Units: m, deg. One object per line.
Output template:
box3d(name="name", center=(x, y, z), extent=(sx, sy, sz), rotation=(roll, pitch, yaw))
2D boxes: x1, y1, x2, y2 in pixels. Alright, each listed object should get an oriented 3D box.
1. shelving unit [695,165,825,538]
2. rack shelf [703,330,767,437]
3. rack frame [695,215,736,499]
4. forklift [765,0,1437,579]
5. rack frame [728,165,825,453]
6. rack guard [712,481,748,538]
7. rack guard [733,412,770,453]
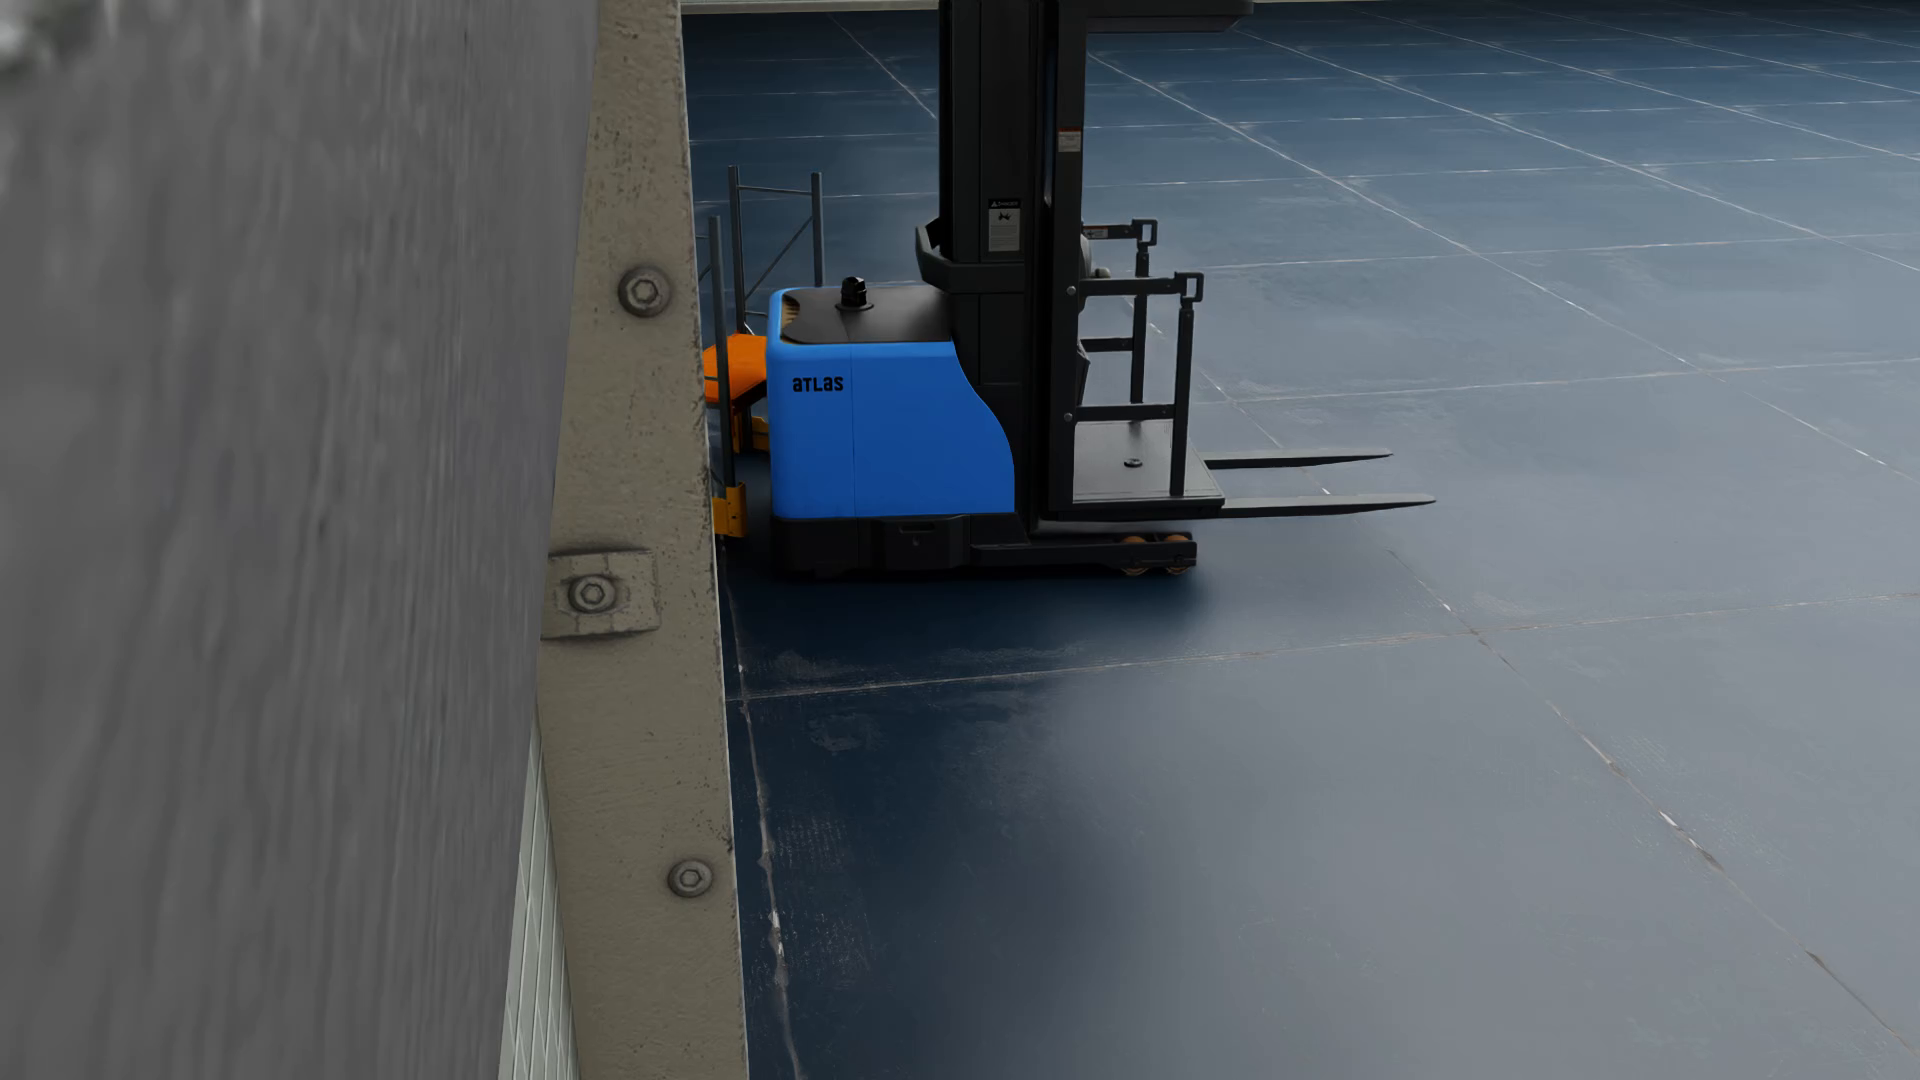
box3d(name="shelving unit", center=(-1.101, -0.940, 8.028), extent=(0.587, 1.500, 1.083), rotation=(9, 25, 19))
box3d(name="rack shelf", center=(-1.098, -0.778, 8.108), extent=(0.538, 0.185, 1.000), rotation=(9, 25, 19))
box3d(name="rack frame", center=(-1.283, -0.754, 7.602), extent=(0.500, 1.500, 0.032), rotation=(9, 25, 19))
box3d(name="forklift", center=(0.644, -1.399, 7.291), extent=(3.031, 2.935, 1.130), rotation=(-2, 24, -5))
box3d(name="rack frame", center=(-0.913, -1.133, 8.470), extent=(0.500, 1.500, 0.032), rotation=(9, 25, 19))
box3d(name="rack guard", center=(-1.282, -0.181, 7.853), extent=(0.587, 0.250, 0.087), rotation=(9, 25, 19))
box3d(name="rack guard", center=(-0.920, -0.553, 8.703), extent=(0.587, 0.250, 0.087), rotation=(9, 25, 19))
